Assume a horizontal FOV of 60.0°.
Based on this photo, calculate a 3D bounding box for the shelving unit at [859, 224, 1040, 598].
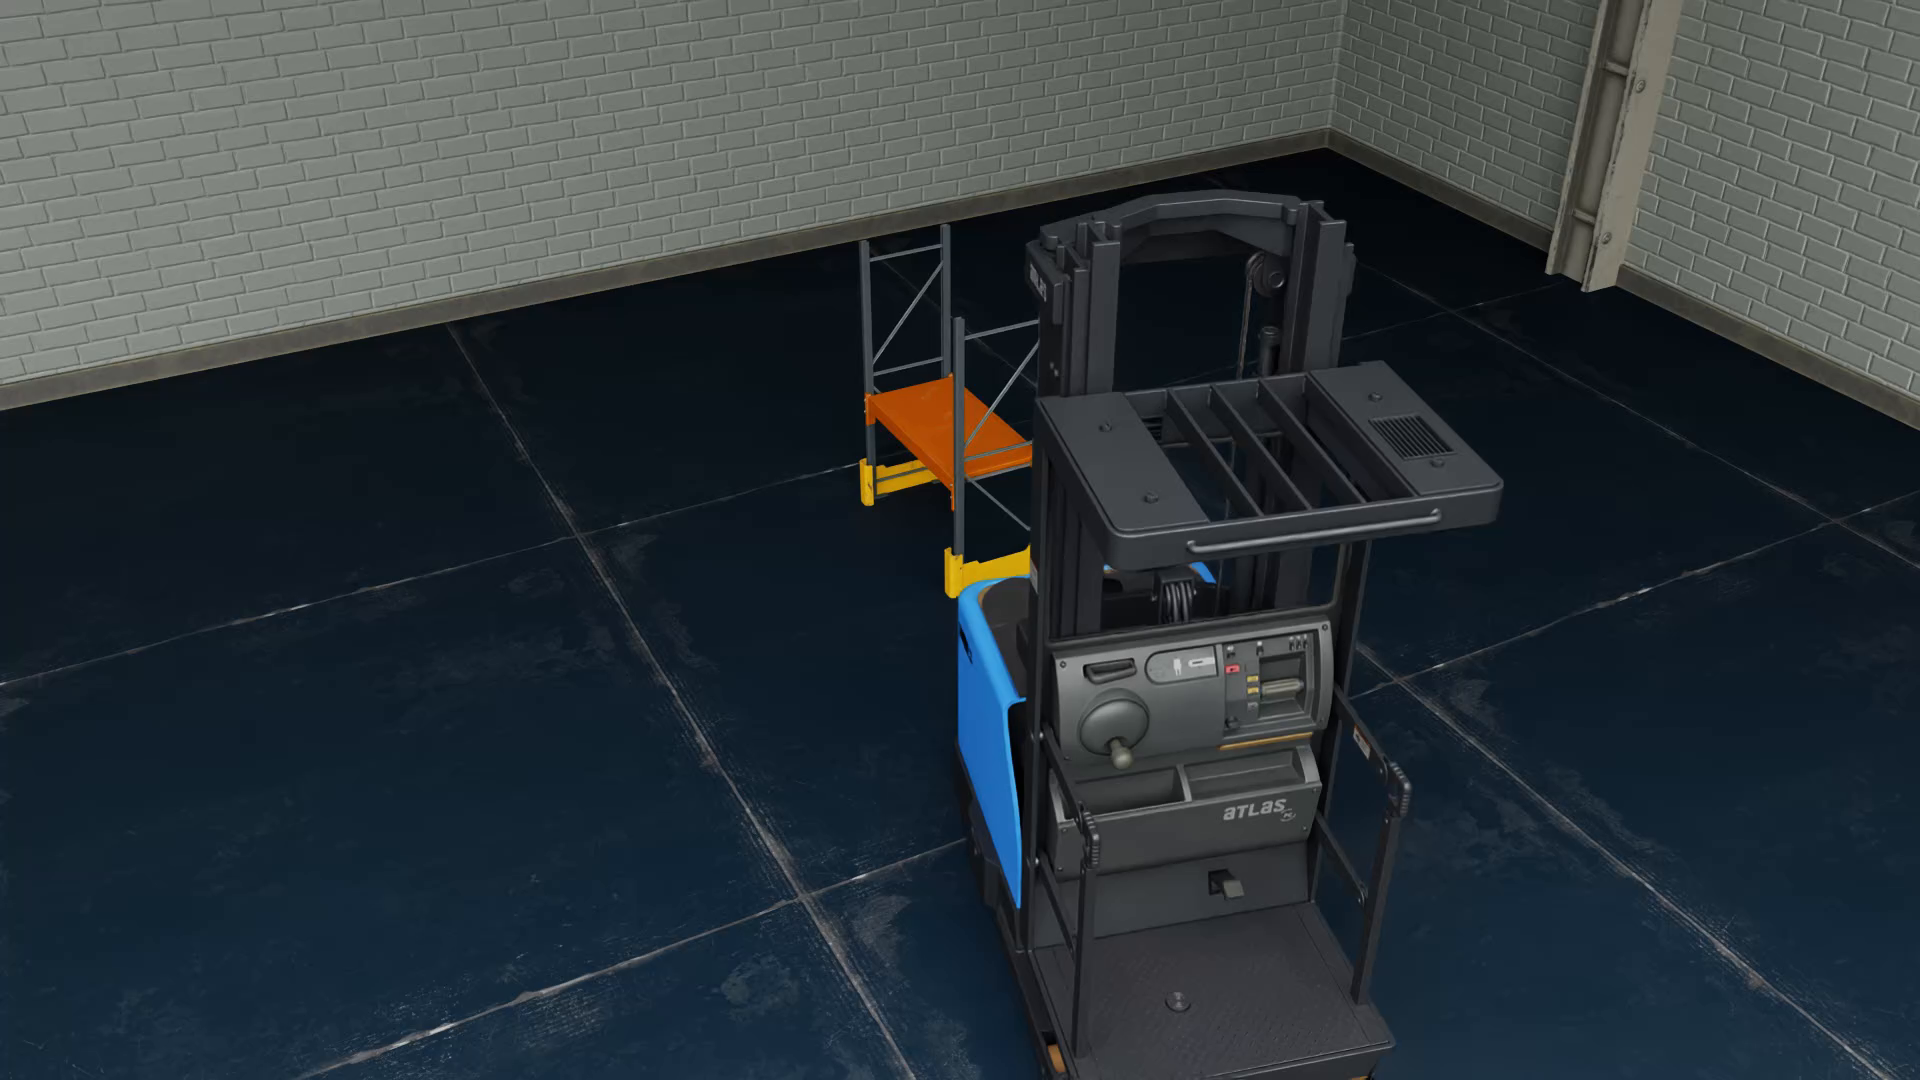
[{"bbox_3d":[-0.036,-0.668,8.402,0.587,1.500,1.083,-16,36,-23],"label":"shelving unit"}]

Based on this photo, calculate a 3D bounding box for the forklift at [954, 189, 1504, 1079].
[{"bbox_3d":[0.809,0.550,5.174,1.130,2.935,3.031,-7,33,-11],"label":"forklift"}]

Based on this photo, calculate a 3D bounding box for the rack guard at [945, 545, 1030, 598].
[{"bbox_3d":[0.197,0.096,8.368,0.587,0.250,0.087,-16,36,-23],"label":"rack guard"}]

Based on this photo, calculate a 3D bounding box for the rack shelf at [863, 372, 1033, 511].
[{"bbox_3d":[-0.040,-0.521,8.506,0.538,0.185,1.000,-16,36,-23],"label":"rack shelf"}]

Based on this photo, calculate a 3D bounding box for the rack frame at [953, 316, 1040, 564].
[{"bbox_3d":[0.197,-0.430,8.030,0.500,1.500,0.032,-16,36,-23],"label":"rack frame"}]

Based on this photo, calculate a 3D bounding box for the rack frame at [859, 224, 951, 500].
[{"bbox_3d":[-0.277,-0.915,8.788,0.500,1.500,0.032,-16,36,-23],"label":"rack frame"}]

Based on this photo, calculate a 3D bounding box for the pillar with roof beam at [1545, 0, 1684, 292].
[{"bbox_3d":[0.526,-4.535,7.486,9.100,9.000,0.400,-16,36,-23],"label":"pillar with roof beam"}]

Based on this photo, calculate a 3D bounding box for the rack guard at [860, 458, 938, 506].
[{"bbox_3d":[-0.268,-0.379,9.110,0.587,0.250,0.087,-16,36,-23],"label":"rack guard"}]
